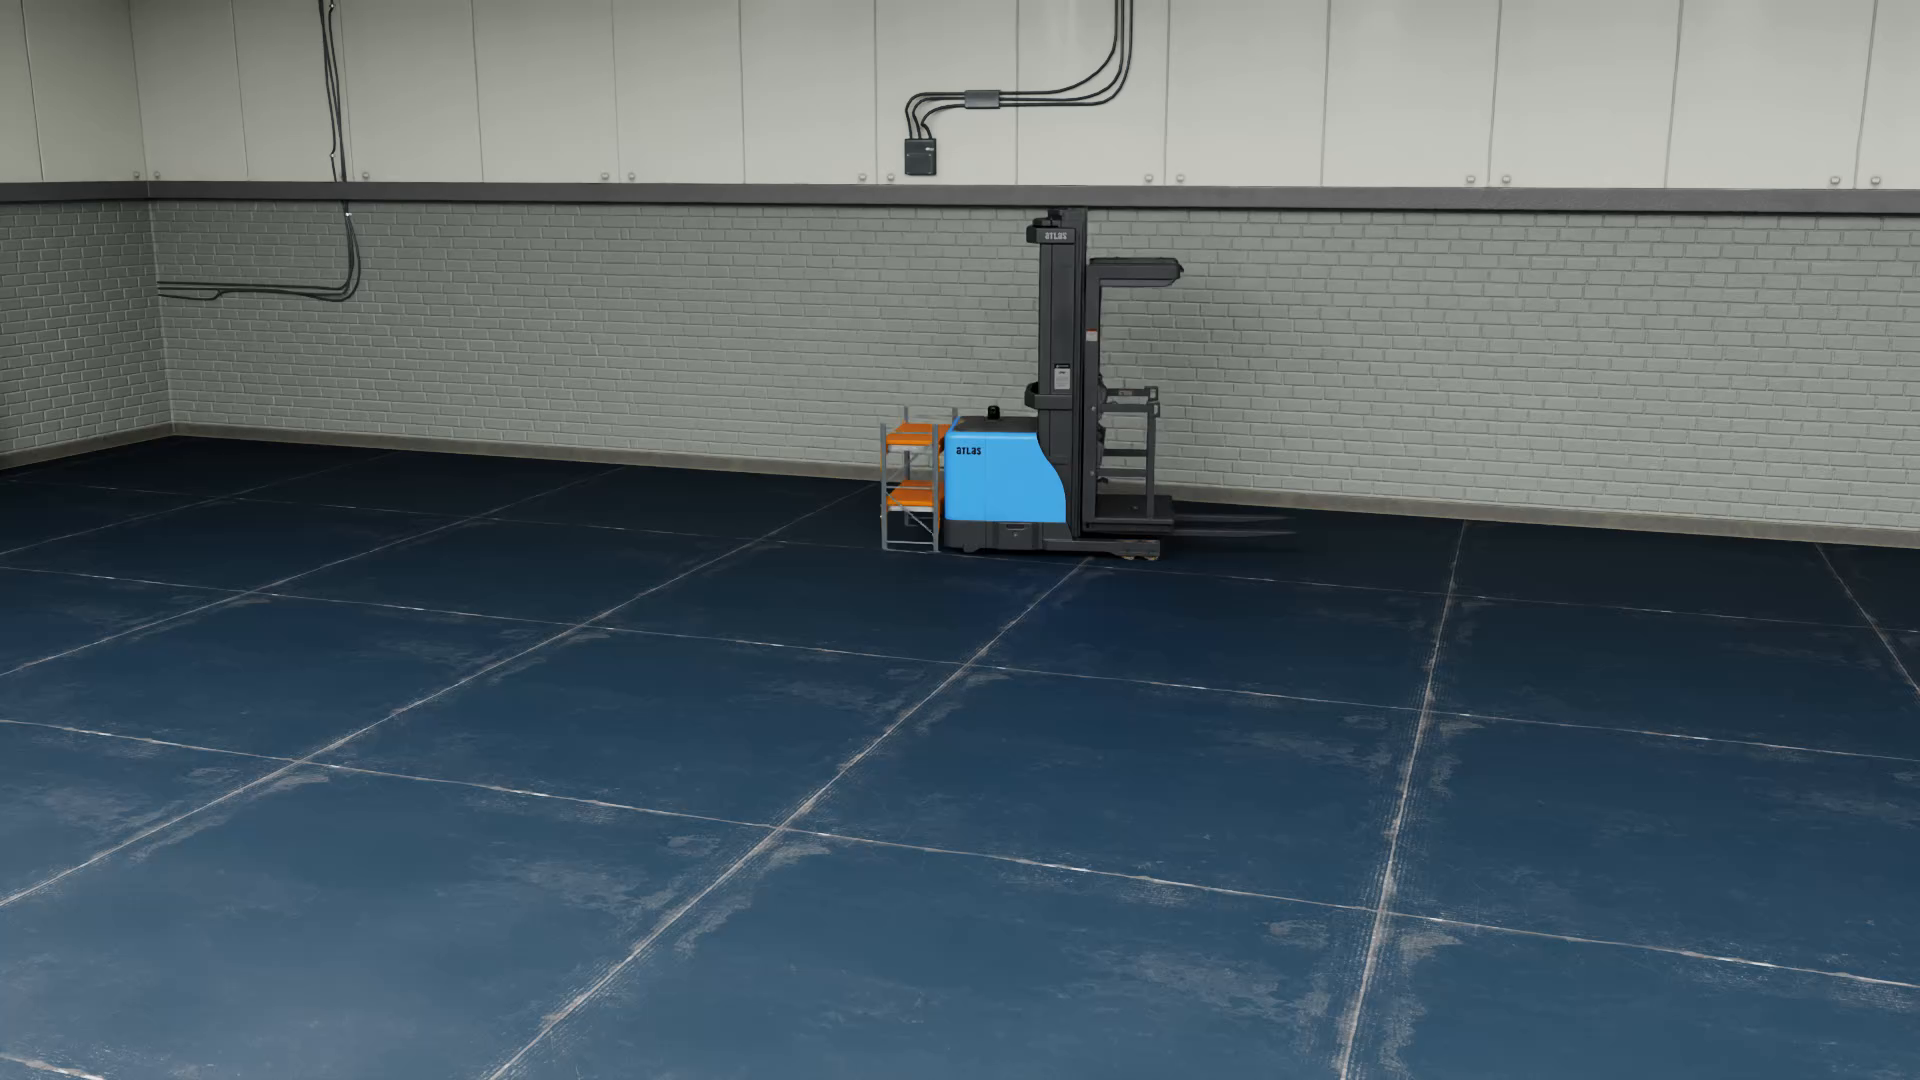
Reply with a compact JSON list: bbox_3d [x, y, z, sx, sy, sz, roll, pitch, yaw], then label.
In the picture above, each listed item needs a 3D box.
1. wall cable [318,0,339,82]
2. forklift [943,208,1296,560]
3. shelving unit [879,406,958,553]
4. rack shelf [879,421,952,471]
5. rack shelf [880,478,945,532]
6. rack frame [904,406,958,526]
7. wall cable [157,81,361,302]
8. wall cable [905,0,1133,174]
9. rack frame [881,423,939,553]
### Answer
[{"bbox_3d":[-5.876,-6.340,18.170,3.097,2.526,0.112,4,14,18],"label":"wall cable"},{"bbox_3d":[1.406,-1.379,14.443,3.031,2.935,1.130,1,13,6],"label":"forklift"},{"bbox_3d":[-0.352,-0.563,14.928,0.538,1.125,1.048,2,13,9],"label":"shelving unit"},{"bbox_3d":[-0.352,-0.849,14.863,0.538,0.278,1.000,2,13,9],"label":"rack shelf"},{"bbox_3d":[-0.352,-0.325,14.982,0.538,0.278,1.000,2,13,9],"label":"rack shelf"},{"bbox_3d":[-0.269,-0.675,15.417,0.500,1.125,0.032,2,13,9],"label":"rack frame"},{"bbox_3d":[-8.435,-4.072,19.585,3.097,2.526,0.112,4,14,18],"label":"wall cable"},{"bbox_3d":[0.542,-6.557,15.852,2.305,6.003,0.169,4,14,18],"label":"wall cable"},{"bbox_3d":[-0.435,-0.452,14.439,0.500,1.125,0.032,2,13,9],"label":"rack frame"}]
